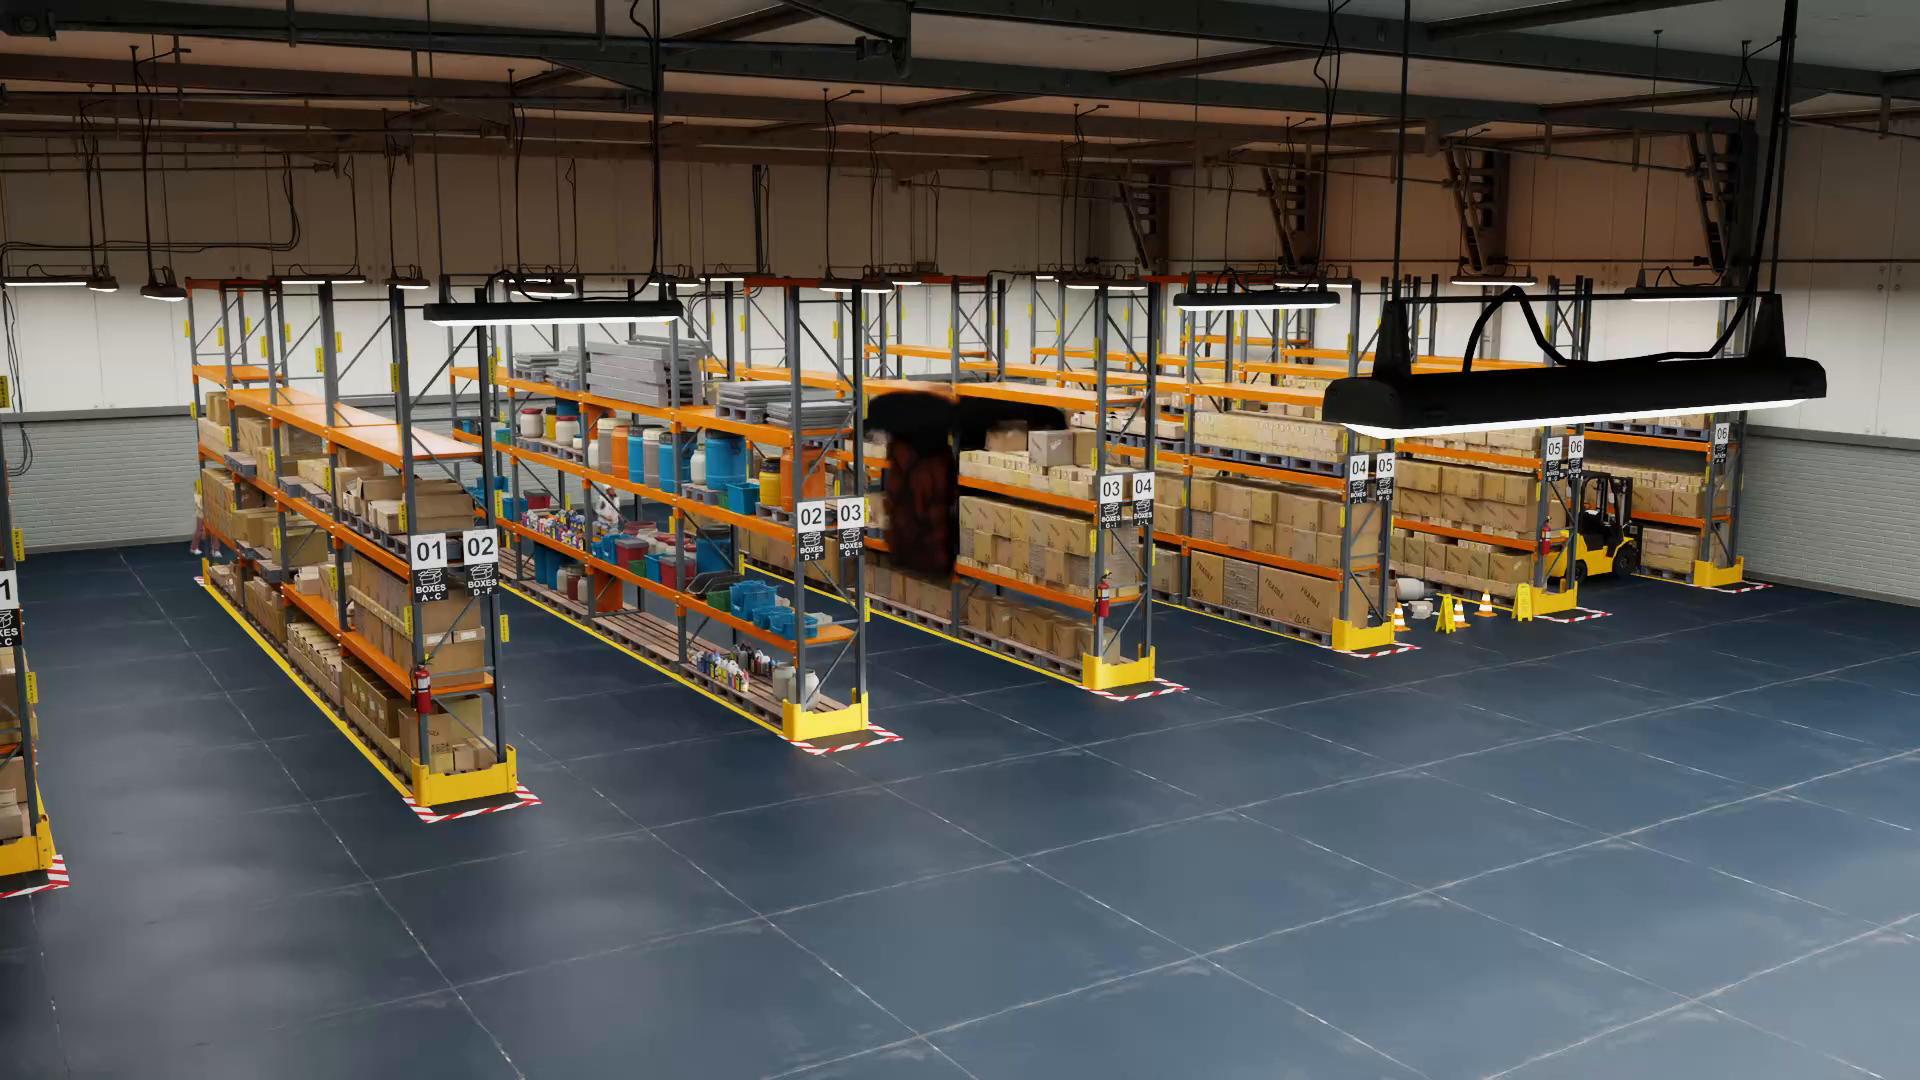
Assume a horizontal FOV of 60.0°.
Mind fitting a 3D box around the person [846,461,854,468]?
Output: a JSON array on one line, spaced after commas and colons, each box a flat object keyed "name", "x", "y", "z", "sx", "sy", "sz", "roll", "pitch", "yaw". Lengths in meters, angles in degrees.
[{"name": "person", "x": -2.910, "y": -1.480, "z": 42.764, "sx": 0.566, "sy": 1.344, "sz": 0.918, "roll": -1, "pitch": 10, "yaw": -3}]

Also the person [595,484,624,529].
[{"name": "person", "x": -7.473, "y": -0.394, "z": 35.245, "sx": 0.749, "sy": 1.725, "sz": 0.662, "roll": 9, "pitch": 13, "yaw": 44}]

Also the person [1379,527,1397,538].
[{"name": "person", "x": 9.271, "y": -0.487, "z": 35.728, "sx": 0.698, "sy": 1.718, "sz": 0.562, "roll": -6, "pitch": 11, "yaw": -32}]

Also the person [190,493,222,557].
[{"name": "person", "x": -16.244, "y": -0.466, "z": 35.729, "sx": 0.813, "sy": 1.706, "sz": 0.556, "roll": 3, "pitch": 10, "yaw": 18}]
